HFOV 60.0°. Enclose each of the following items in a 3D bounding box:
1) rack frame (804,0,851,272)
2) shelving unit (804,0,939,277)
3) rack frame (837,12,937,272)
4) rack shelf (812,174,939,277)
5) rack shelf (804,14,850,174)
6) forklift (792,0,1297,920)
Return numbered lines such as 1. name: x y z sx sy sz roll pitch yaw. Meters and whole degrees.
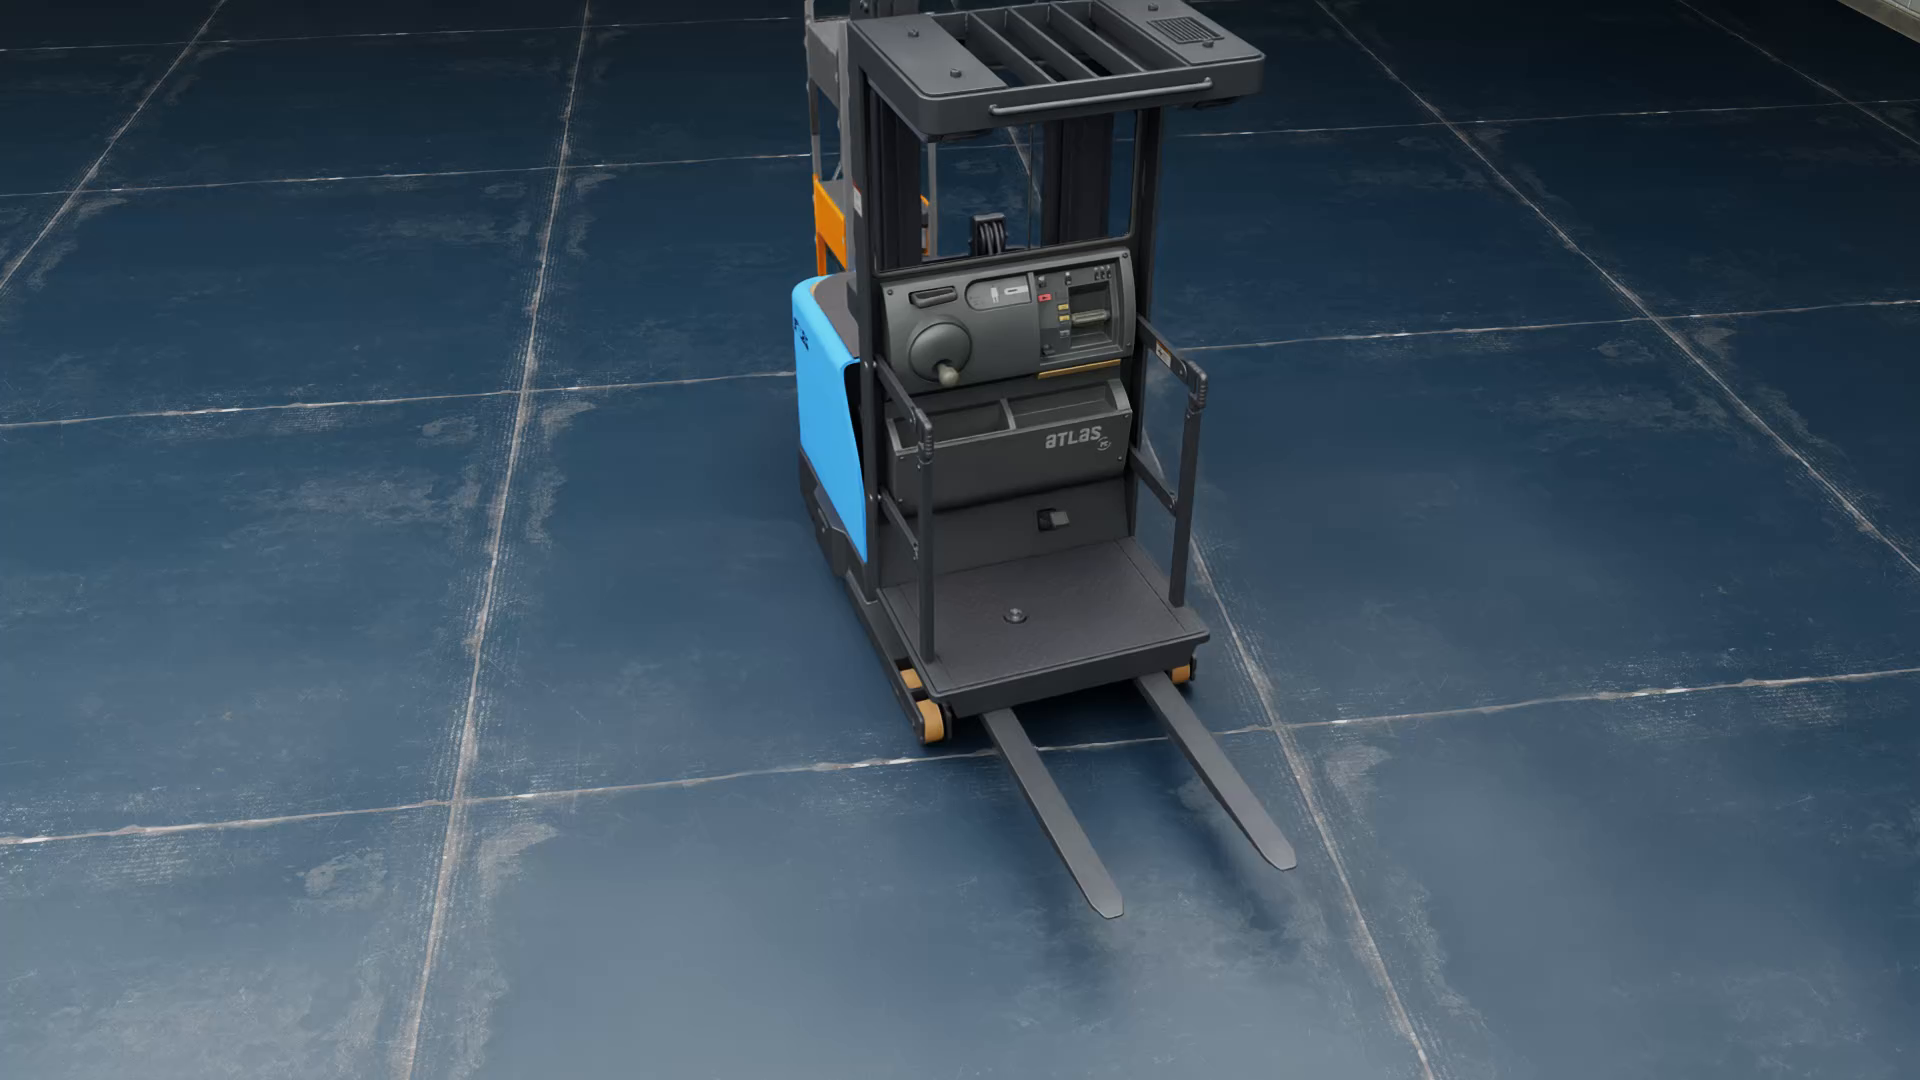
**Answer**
1. rack frame: -0.455 -1.445 7.506 0.400 2.100 0.015 -11 36 -16
2. shelving unit: -0.373 -1.316 7.316 0.431 2.100 0.503 -11 36 -16
3. rack frame: -0.291 -1.186 7.126 0.400 2.100 0.015 -11 36 -16
4. rack shelf: -0.373 -1.305 7.324 0.431 0.518 0.480 -11 36 -16
5. rack shelf: -0.373 -1.883 6.930 0.431 0.518 0.480 -11 36 -16
6. forklift: 0.257 -0.722 5.706 1.130 2.935 3.031 -11 36 -16
